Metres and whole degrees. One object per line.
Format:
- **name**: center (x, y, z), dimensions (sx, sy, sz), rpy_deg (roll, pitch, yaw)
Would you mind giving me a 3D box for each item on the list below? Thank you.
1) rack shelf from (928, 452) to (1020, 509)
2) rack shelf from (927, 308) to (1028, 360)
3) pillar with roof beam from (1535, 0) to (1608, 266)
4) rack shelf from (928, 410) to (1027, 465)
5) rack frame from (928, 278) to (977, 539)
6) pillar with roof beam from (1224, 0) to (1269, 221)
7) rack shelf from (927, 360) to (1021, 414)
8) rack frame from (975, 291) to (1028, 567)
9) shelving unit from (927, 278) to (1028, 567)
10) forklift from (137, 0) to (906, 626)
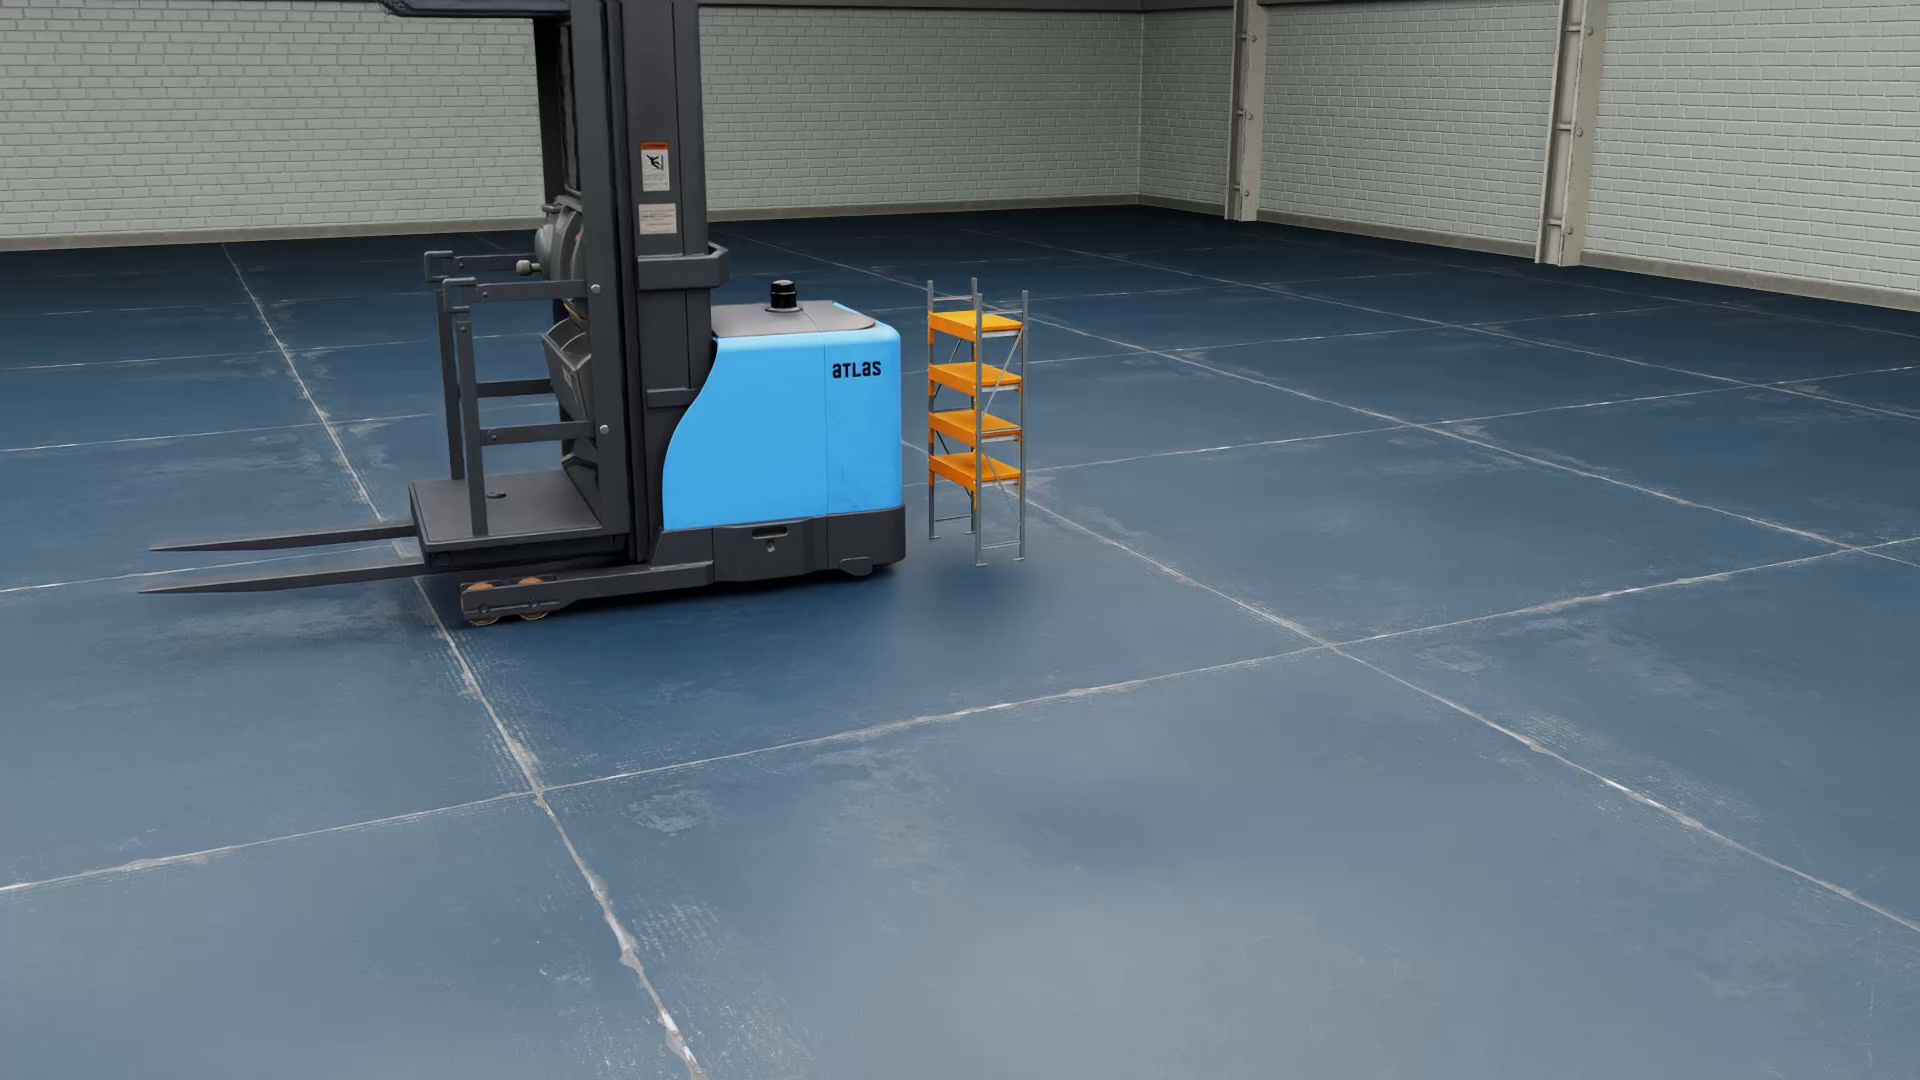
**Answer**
- **rack shelf**: center (0.073, -0.280, 7.515), dimensions (0.258, 0.148, 0.480), rpy_deg (-8, 18, -25)
- **rack shelf**: center (0.073, -0.913, 7.334), dimensions (0.258, 0.148, 0.480), rpy_deg (-8, 18, -25)
- **pillar with roof beam**: center (2.748, -6.863, 15.351), dimensions (9.100, 9.000, 0.400), rpy_deg (-8, 18, -25)
- **rack shelf**: center (0.073, -0.471, 7.461), dimensions (0.258, 0.148, 0.480), rpy_deg (-8, 18, -25)
- **rack frame**: center (-0.034, -0.596, 7.653), dimensions (0.240, 1.200, 0.015), rpy_deg (-8, 18, -25)
- **pillar with roof beam**: center (0.120, -8.351, 20.536), dimensions (9.100, 9.000, 0.400), rpy_deg (-8, 18, -25)
- **rack shelf**: center (0.073, -0.686, 7.399), dimensions (0.258, 0.148, 0.480), rpy_deg (-8, 18, -25)
- **rack frame**: center (0.179, -0.475, 7.231), dimensions (0.240, 1.200, 0.015), rpy_deg (-8, 18, -25)
- **shelving unit**: center (0.073, -0.536, 7.442), dimensions (0.258, 1.200, 0.503), rpy_deg (-8, 18, -25)
- **forklift**: center (-1.807, -1.235, 6.740), dimensions (3.031, 2.935, 1.130), rpy_deg (-6, 17, -20)
